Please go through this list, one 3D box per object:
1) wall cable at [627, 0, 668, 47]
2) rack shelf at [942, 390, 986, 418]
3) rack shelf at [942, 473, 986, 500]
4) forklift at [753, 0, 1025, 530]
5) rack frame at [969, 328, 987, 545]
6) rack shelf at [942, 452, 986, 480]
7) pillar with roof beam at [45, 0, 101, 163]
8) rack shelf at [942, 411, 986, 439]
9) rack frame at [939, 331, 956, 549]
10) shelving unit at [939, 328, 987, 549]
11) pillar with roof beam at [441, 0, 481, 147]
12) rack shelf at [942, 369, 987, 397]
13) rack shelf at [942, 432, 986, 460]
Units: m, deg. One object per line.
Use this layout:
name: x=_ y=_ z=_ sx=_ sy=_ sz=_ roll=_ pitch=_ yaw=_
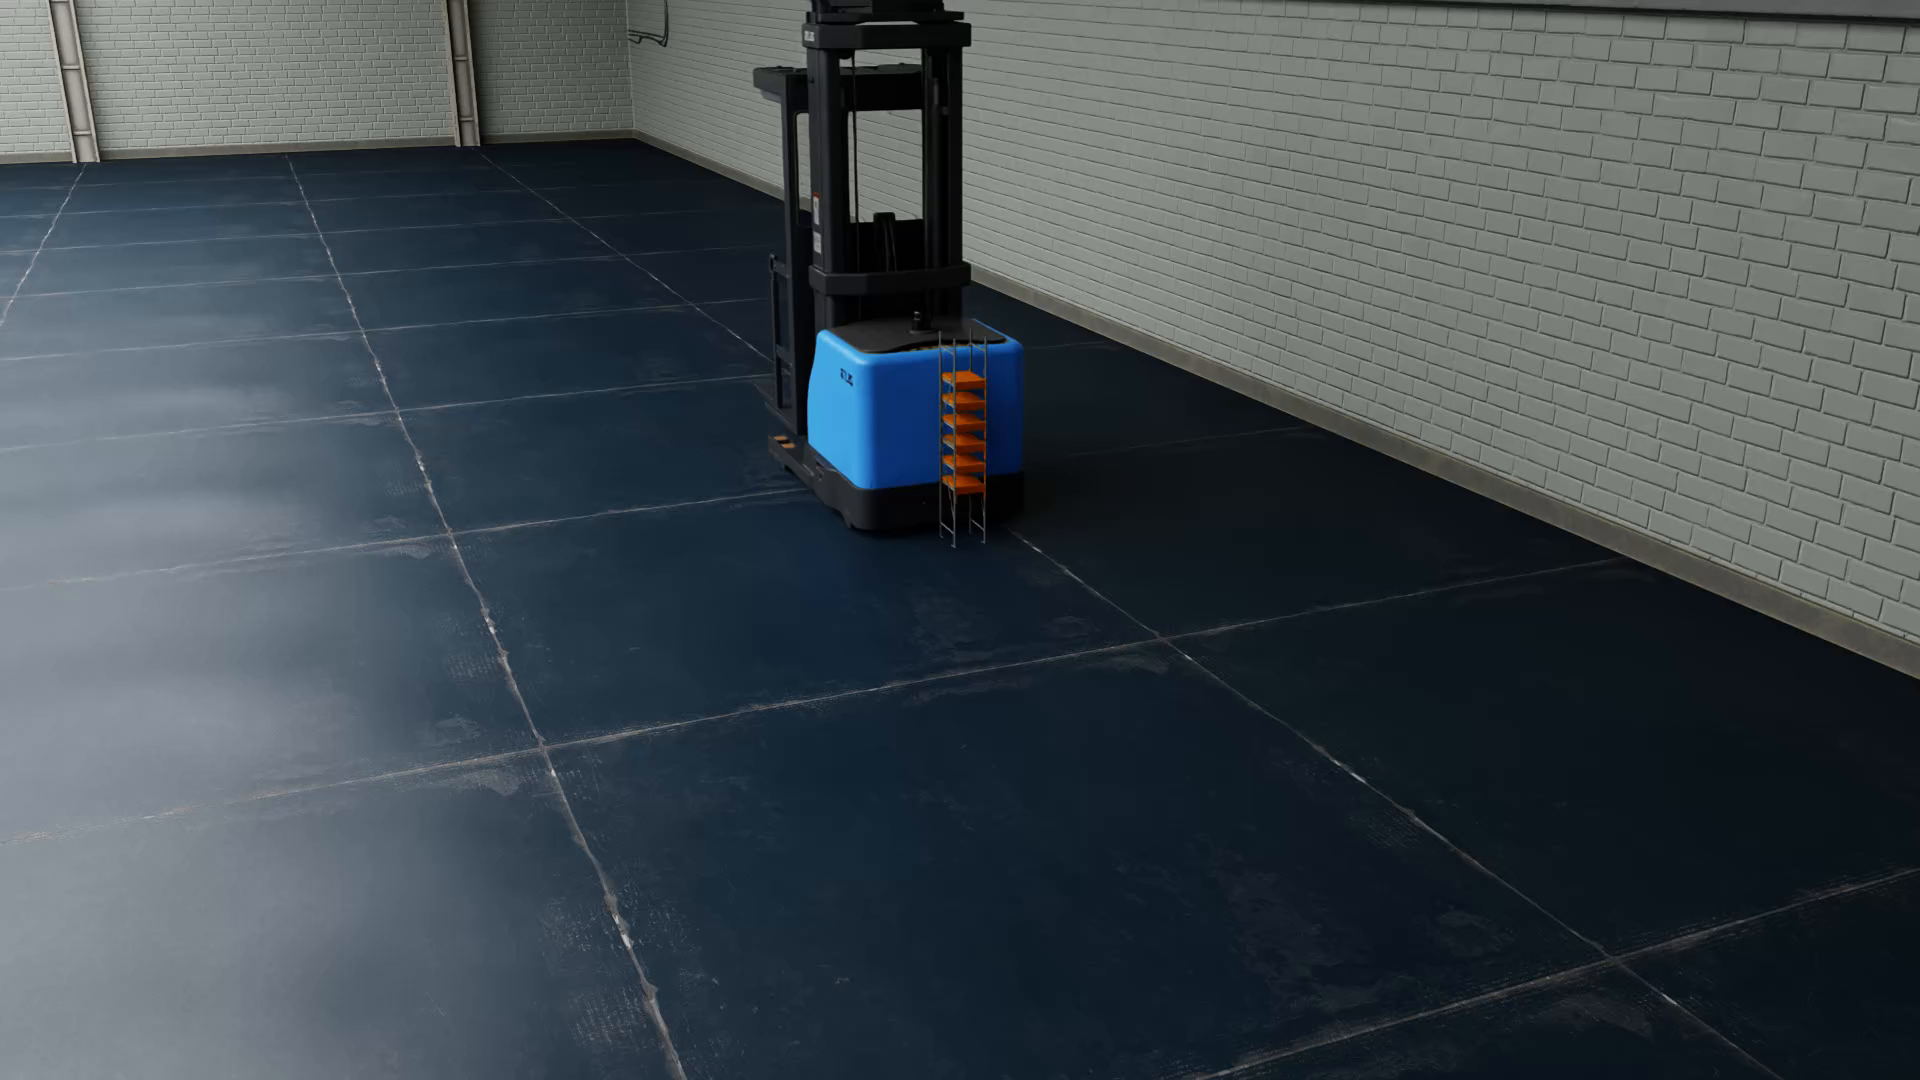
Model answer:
wall cable: x=-5.414 y=-9.696 z=28.185 sx=0.112 sy=2.526 sz=3.097 roll=-8 pitch=21 yaw=-22
rack shelf: x=0.016 y=-0.750 z=9.256 sx=0.180 sy=0.103 sz=0.258 roll=-7 pitch=21 yaw=-20
rack shelf: x=0.015 y=-0.297 z=9.415 sx=0.180 sy=0.103 sz=0.258 roll=-7 pitch=21 yaw=-20
forklift: x=-0.628 y=-1.891 z=10.480 sx=1.130 sy=2.935 sz=3.031 roll=-7 pitch=21 yaw=-20
rack frame: x=0.101 y=-0.577 z=9.352 sx=0.006 sy=1.200 sz=0.240 roll=-7 pitch=21 yaw=-20
rack shelf: x=0.015 y=-0.410 z=9.376 sx=0.180 sy=0.103 sz=0.258 roll=-7 pitch=21 yaw=-20
pillar with roof beam: x=-12.447 y=-9.074 z=21.744 sx=0.400 sy=9.000 sz=9.100 roll=-8 pitch=21 yaw=-22
rack shelf: x=0.016 y=-0.637 z=9.296 sx=0.180 sy=0.103 sz=0.258 roll=-7 pitch=21 yaw=-20
rack frame: x=-0.070 y=-0.555 z=9.289 sx=0.006 sy=1.200 sz=0.240 roll=-7 pitch=21 yaw=-20
shelving unit: x=0.015 y=-0.566 z=9.321 sx=0.189 sy=1.200 sz=0.258 roll=-7 pitch=21 yaw=-20
pillar with roof beam: x=-6.938 y=-9.863 z=23.985 sx=0.400 sy=9.000 sz=9.100 roll=-8 pitch=21 yaw=-22
rack shelf: x=0.016 y=-0.863 z=9.216 sx=0.180 sy=0.103 sz=0.258 roll=-7 pitch=21 yaw=-20
rack shelf: x=0.015 y=-0.524 z=9.336 sx=0.180 sy=0.103 sz=0.258 roll=-7 pitch=21 yaw=-20
